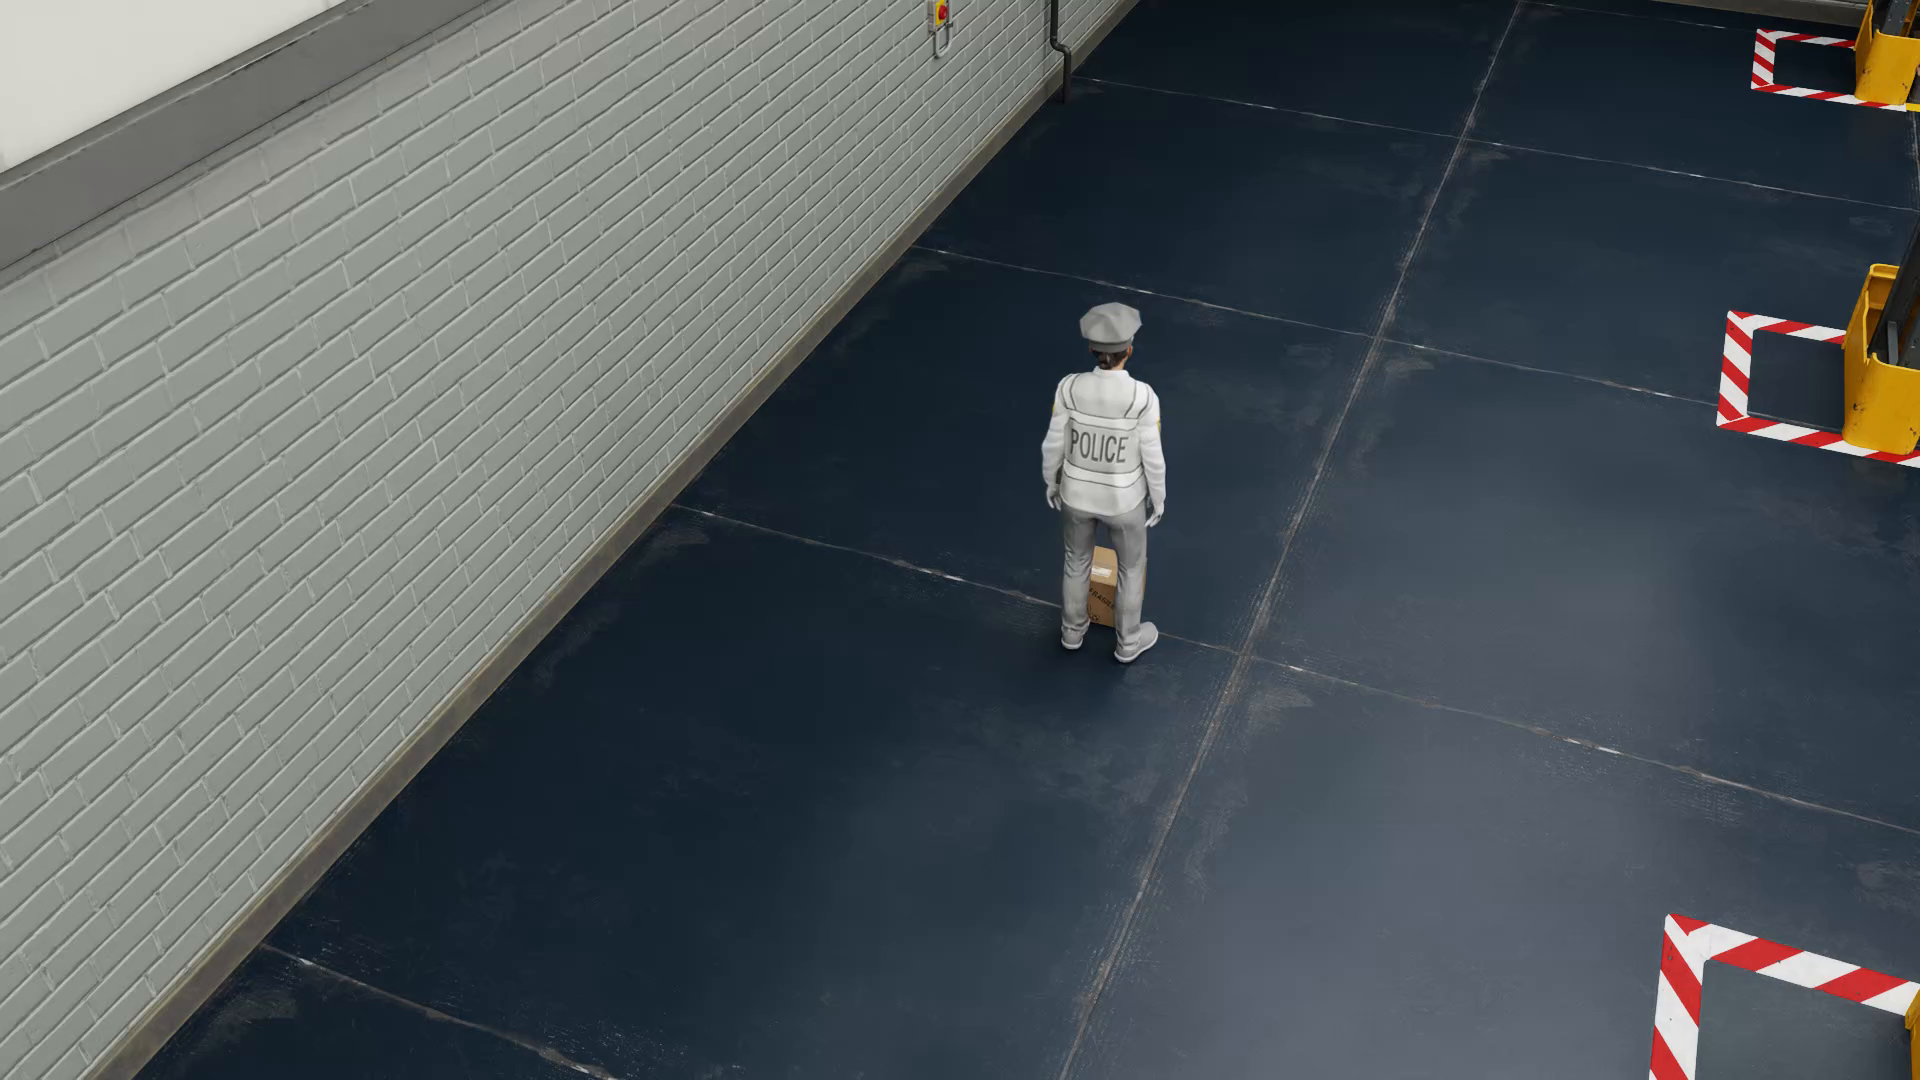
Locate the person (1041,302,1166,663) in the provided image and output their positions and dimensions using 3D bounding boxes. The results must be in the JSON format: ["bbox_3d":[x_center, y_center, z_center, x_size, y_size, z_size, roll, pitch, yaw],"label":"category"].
[{"bbox_3d":[0.612,-0.198,7.072,0.542,1.662,0.375,12,39,15],"label":"person"}]
